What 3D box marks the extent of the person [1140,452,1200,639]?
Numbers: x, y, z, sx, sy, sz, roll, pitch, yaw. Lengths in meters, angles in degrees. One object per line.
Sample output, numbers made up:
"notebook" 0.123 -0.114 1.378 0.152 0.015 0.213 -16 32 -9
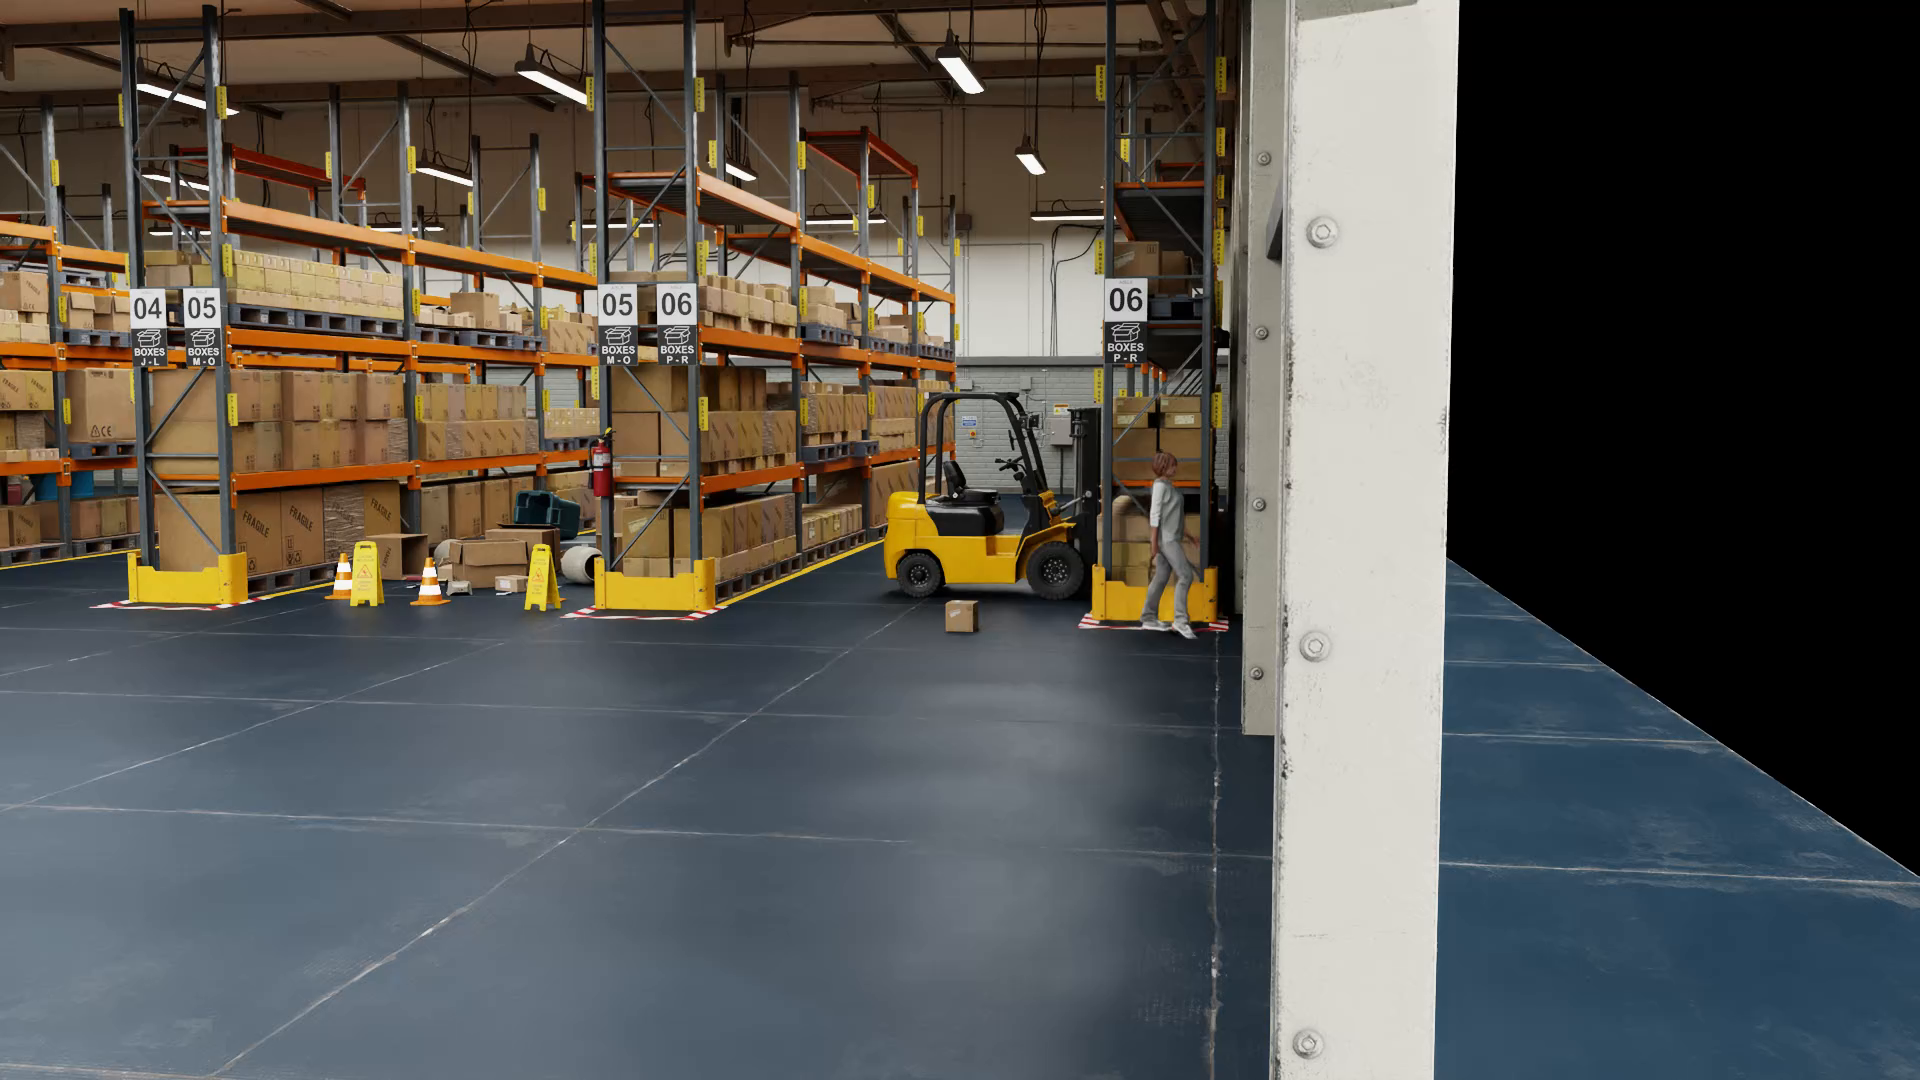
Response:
"person" 1.845 0.051 14.586 0.528 1.652 0.430 1 5 13
